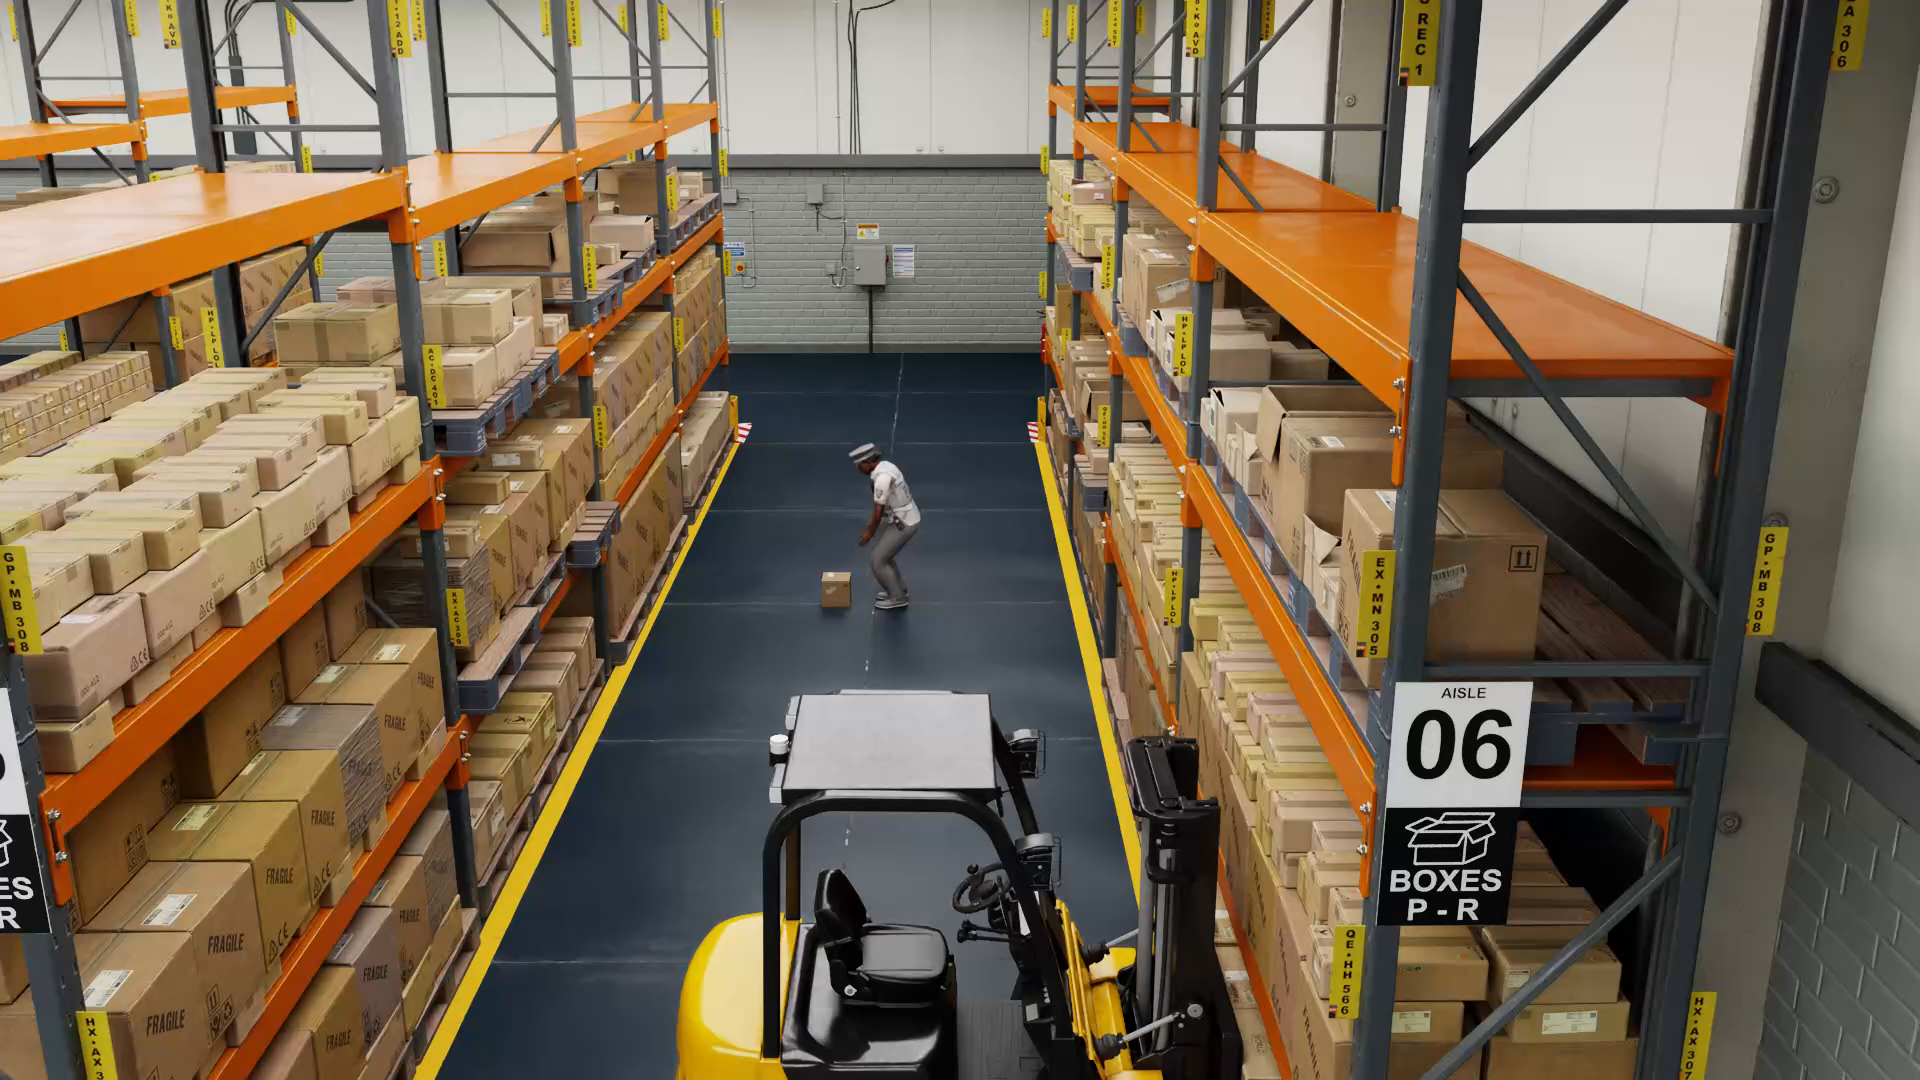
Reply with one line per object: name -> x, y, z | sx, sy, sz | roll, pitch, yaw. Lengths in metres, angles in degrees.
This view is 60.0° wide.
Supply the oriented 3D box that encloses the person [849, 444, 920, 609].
person -> -0.666, -0.124, 14.800 | 0.628, 1.481, 0.490 | 0, 17, 1
